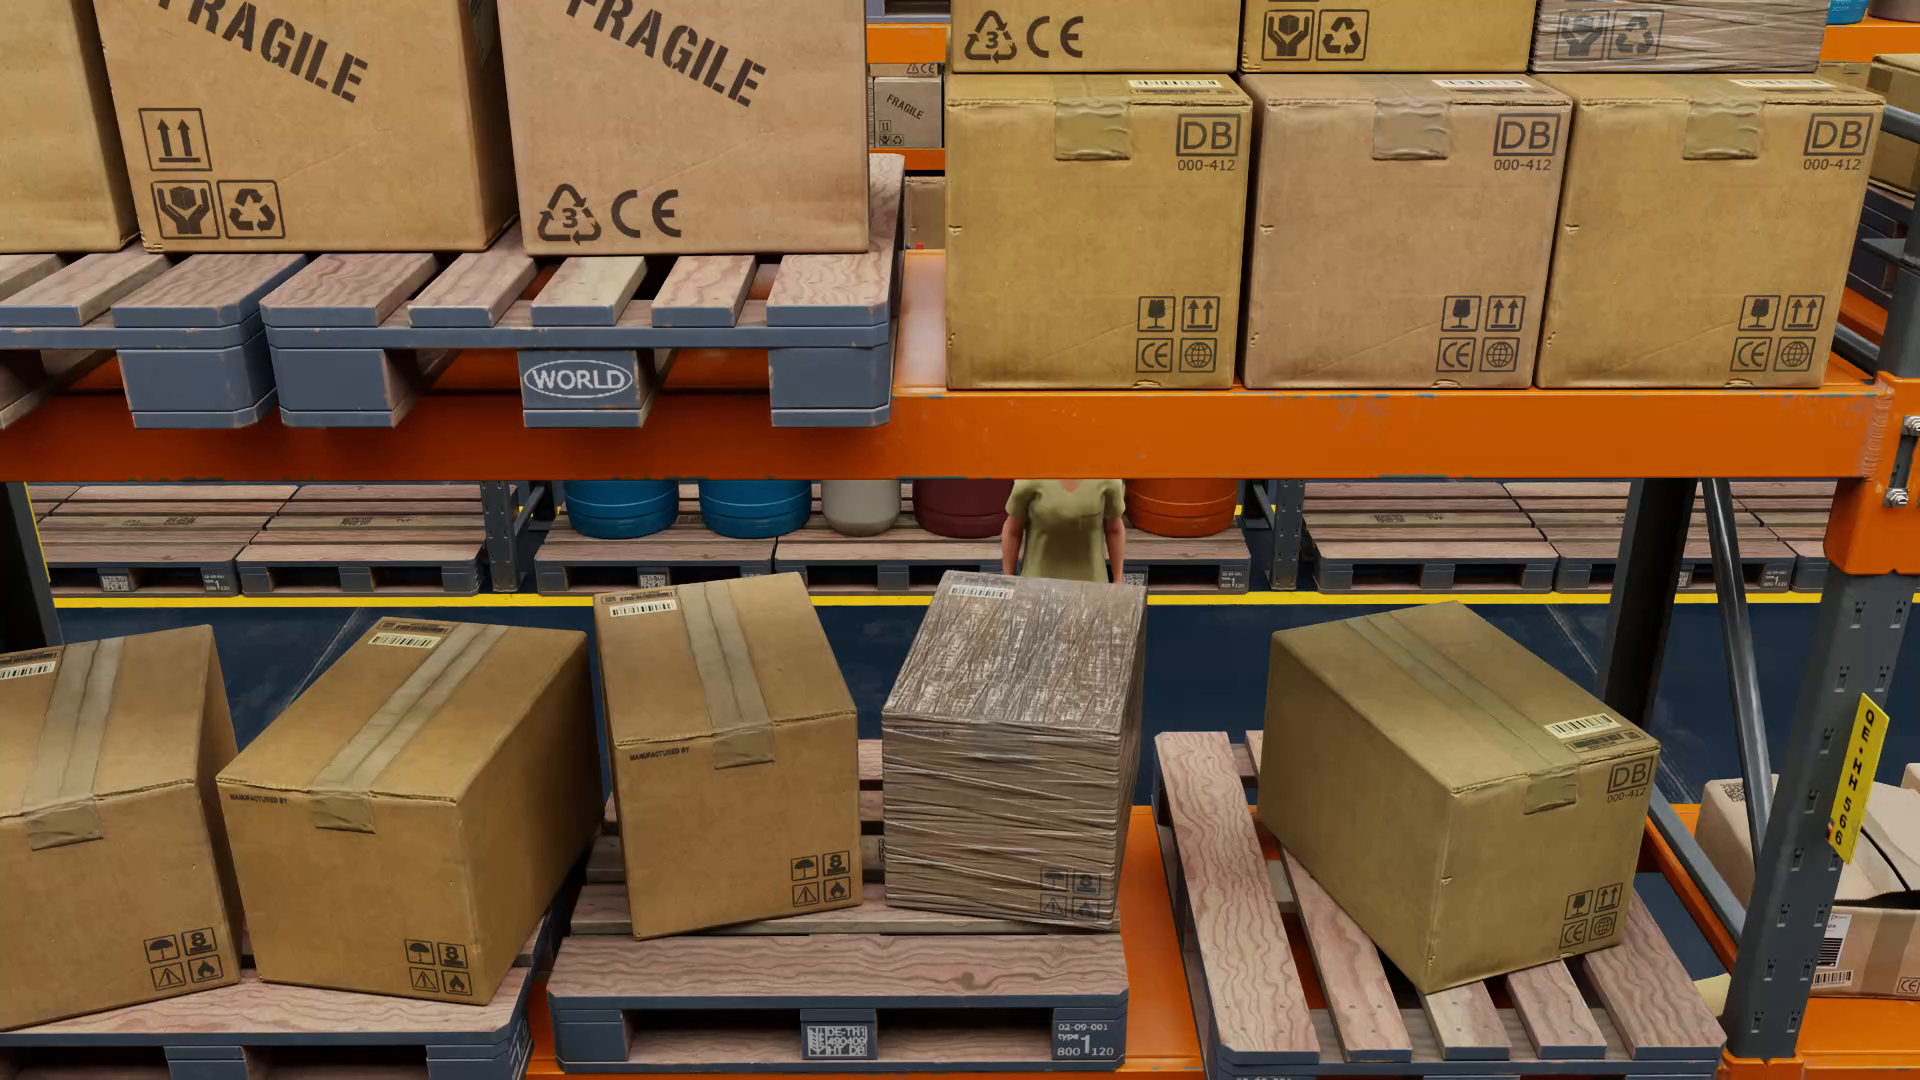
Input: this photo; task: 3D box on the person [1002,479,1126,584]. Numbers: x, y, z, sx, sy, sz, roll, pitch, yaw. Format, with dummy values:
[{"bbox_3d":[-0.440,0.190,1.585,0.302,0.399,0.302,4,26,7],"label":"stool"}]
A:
[{"bbox_3d":[0.413,0.216,6.626,0.499,1.672,0.361,-1,24,-3],"label":"person"}]
